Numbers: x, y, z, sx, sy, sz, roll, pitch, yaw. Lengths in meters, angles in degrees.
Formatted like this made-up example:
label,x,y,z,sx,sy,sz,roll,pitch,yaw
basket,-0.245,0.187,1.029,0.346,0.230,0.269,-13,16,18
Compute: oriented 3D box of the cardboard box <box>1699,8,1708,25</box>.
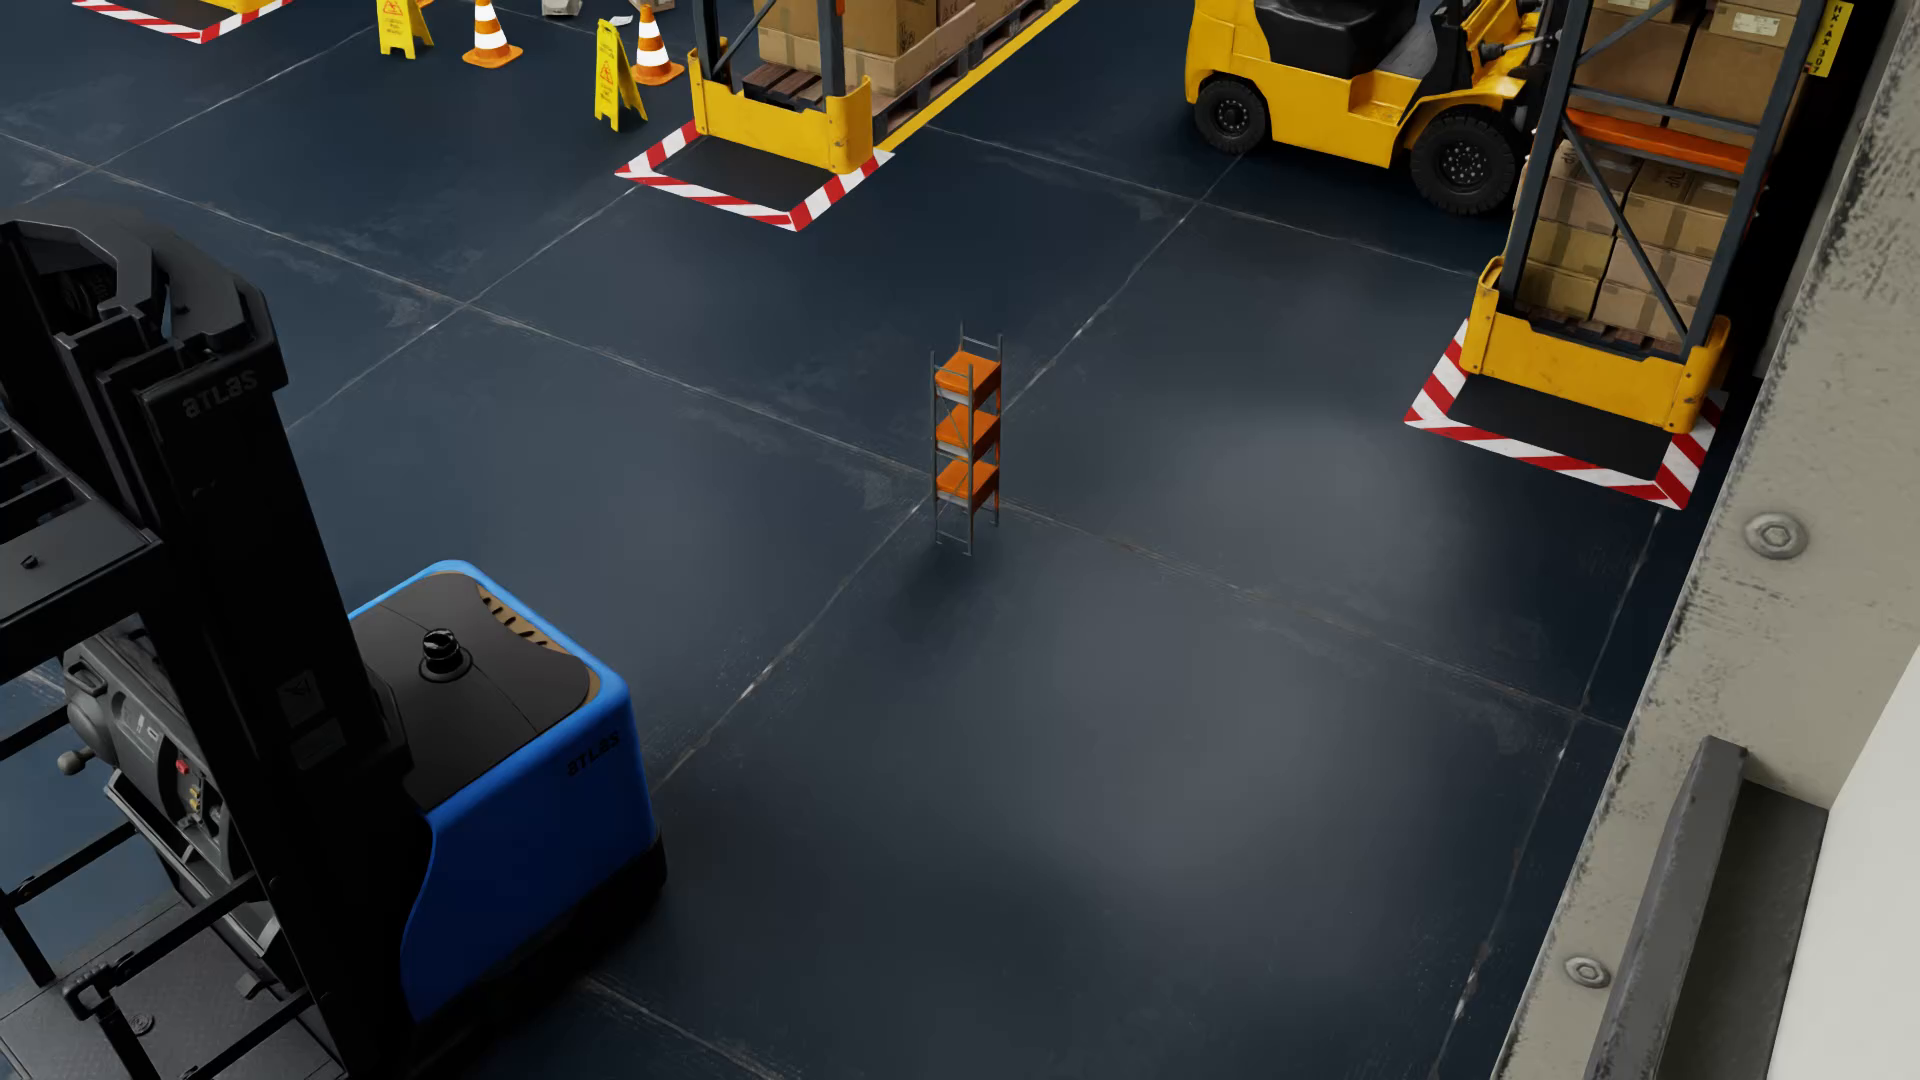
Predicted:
label,x,y,z,sx,sy,sz,roll,pitch,yaw
cardboard box,3.446,-2.633,8.210,0.500,0.500,0.500,22,46,23

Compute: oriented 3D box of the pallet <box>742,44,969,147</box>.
label,x,y,z,sx,sy,sz,roll,pitch,yaw
pallet,-0.665,-3.023,10.839,1.003,0.211,1.213,21,45,22

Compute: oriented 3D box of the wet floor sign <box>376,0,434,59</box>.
label,x,y,z,sx,sy,sz,roll,pitch,yaw
wet floor sign,-3.777,-3.597,11.162,0.267,0.644,0.232,14,43,15

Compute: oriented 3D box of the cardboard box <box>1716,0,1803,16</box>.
label,x,y,z,sx,sy,sz,roll,pitch,yaw
cardboard box,3.512,-2.448,7.284,0.380,0.149,0.250,20,45,21

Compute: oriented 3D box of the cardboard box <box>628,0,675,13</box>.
label,x,y,z,sx,sy,sz,roll,pitch,yaw
cardboard box,-2.234,-3.921,11.905,0.250,0.149,0.380,-21,45,-22

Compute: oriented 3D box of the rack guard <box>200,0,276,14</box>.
label,x,y,z,sx,sy,sz,roll,pitch,yaw
rack guard,-5.488,-4.200,11.957,1.175,0.500,0.348,21,45,22

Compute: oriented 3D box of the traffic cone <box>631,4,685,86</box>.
label,x,y,z,sx,sy,sz,roll,pitch,yaw
traffic cone,-2.042,-3.293,10.955,0.336,0.463,0.334,21,45,22

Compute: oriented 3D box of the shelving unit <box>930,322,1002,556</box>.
label,x,y,z,sx,sy,sz,roll,pitch,yaw
shelving unit,0.027,-0.425,7.253,0.215,1.050,0.252,21,45,22

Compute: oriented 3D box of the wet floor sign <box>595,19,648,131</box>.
label,x,y,z,sx,sy,sz,roll,pitch,yaw
wet floor sign,-2.162,-2.934,10.410,0.232,0.644,0.267,-29,49,-29

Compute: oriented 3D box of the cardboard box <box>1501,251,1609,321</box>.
label,x,y,z,sx,sy,sz,roll,pitch,yaw
cardboard box,3.121,-1.432,8.685,0.500,0.250,0.500,21,46,22

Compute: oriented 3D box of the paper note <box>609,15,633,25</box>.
label,x,y,z,sx,sy,sz,roll,pitch,yaw
paper note,-2.391,-3.658,11.696,0.148,0.019,0.142,7,42,8

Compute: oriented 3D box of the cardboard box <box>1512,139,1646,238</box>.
label,x,y,z,sx,sy,sz,roll,pitch,yaw
cardboard box,3.120,-1.801,8.347,0.500,0.250,0.500,22,46,23

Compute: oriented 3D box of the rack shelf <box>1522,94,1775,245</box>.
label,x,y,z,sx,sy,sz,roll,pitch,yaw
rack shelf,4.160,-2.808,9.029,1.077,0.370,4.000,21,45,22

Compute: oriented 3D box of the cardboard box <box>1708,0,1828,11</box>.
label,x,y,z,sx,sy,sz,roll,pitch,yaw
cardboard box,3.889,-2.468,8.023,0.500,0.500,0.500,22,46,23

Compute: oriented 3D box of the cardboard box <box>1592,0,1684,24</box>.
label,x,y,z,sx,sy,sz,roll,pitch,yaw
cardboard box,3.090,-2.505,7.574,0.380,0.149,0.250,22,46,23

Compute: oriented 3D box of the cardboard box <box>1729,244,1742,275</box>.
label,x,y,z,sx,sy,sz,roll,pitch,yaw
cardboard box,3.850,-1.555,8.825,0.500,0.250,0.500,21,46,22

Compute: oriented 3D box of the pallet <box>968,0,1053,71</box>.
label,x,y,z,sx,sy,sz,roll,pitch,yaw
pallet,-0.054,-3.718,11.628,1.003,0.211,1.213,21,45,22

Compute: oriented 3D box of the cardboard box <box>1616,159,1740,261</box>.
label,x,y,z,sx,sy,sz,roll,pitch,yaw
cardboard box,3.564,-1.647,8.172,0.500,0.250,0.500,20,45,21

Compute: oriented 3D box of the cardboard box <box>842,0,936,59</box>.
label,x,y,z,sx,sy,sz,roll,pitch,yaw
cardboard box,-0.486,-3.364,10.311,0.500,0.500,0.500,19,45,21

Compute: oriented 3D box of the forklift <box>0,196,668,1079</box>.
label,x,y,z,sx,sy,sz,roll,pitch,yaw
forklift,-2.425,0.686,4.569,1.130,2.935,3.031,31,50,30

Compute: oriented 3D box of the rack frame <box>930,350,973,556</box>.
label,x,y,z,sx,sy,sz,roll,pitch,yaw
rack frame,-0.034,-0.355,7.174,0.200,1.050,0.008,21,45,22

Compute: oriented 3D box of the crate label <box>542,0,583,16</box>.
label,x,y,z,sx,sy,sz,roll,pitch,yaw
crate label,-2.833,-3.814,11.793,0.250,0.136,0.298,0,41,0

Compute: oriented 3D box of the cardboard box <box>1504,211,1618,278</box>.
label,x,y,z,sx,sy,sz,roll,pitch,yaw
cardboard box,3.132,-1.629,8.530,0.500,0.250,0.500,20,45,22

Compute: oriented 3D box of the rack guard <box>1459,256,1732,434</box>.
label,x,y,z,sx,sy,sz,roll,pitch,yaw
rack guard,3.147,-0.982,8.302,1.175,0.500,0.348,21,45,22

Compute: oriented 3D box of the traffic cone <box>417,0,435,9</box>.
label,x,y,z,sx,sy,sz,roll,pitch,yaw
traffic cone,-3.981,-4.034,11.797,0.336,0.463,0.334,21,45,22

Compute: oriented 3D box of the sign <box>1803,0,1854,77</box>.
label,x,y,z,sx,sy,sz,roll,pitch,yaw
sign,3.637,-2.101,6.967,0.100,0.325,0.005,21,45,22

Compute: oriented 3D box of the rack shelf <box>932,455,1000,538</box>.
label,x,y,z,sx,sy,sz,roll,pitch,yaw
rack shelf,0.027,-0.208,7.444,0.215,0.259,0.240,21,45,22

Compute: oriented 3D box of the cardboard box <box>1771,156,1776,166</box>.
label,x,y,z,sx,sy,sz,roll,pitch,yaw
cardboard box,4.589,-2.426,9.814,0.500,0.250,0.500,21,46,22

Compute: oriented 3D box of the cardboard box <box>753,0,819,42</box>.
label,x,y,z,sx,sy,sz,roll,pitch,yaw
cardboard box,-0.965,-3.525,10.494,0.500,0.500,0.500,21,46,22

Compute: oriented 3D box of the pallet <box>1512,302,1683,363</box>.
label,x,y,z,sx,sy,sz,roll,pitch,yaw
pallet,3.506,-1.338,8.926,1.003,0.211,1.213,21,45,22

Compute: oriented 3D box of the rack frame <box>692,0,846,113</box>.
label,x,y,z,sx,sy,sz,roll,pitch,yaw
rack frame,-1.140,-3.573,9.353,1.000,3.000,0.127,21,45,22

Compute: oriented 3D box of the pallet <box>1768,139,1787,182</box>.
label,x,y,z,sx,sy,sz,roll,pitch,yaw
pallet,4.727,-2.735,10.511,1.003,0.211,1.213,21,45,22

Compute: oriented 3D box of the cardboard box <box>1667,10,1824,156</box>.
label,x,y,z,sx,sy,sz,roll,pitch,yaw
cardboard box,3.648,-2.163,7.676,0.500,0.500,0.500,22,46,23

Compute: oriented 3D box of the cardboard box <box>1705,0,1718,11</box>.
label,x,y,z,sx,sy,sz,roll,pitch,yaw
cardboard box,3.622,-2.485,7.551,0.380,0.149,0.250,21,45,22

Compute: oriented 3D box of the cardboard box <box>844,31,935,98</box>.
label,x,y,z,sx,sy,sz,roll,pitch,yaw
cardboard box,-0.497,-3.069,10.543,0.500,0.250,0.500,21,45,22

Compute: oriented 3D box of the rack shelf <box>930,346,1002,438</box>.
label,x,y,z,sx,sy,sz,roll,pitch,yaw
rack shelf,0.027,-0.630,7.073,0.215,0.259,0.240,21,45,22

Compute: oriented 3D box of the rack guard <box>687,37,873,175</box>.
label,x,y,z,sx,sy,sz,roll,pitch,yaw
rack guard,-1.102,-2.678,10.229,1.175,0.500,0.348,21,45,22

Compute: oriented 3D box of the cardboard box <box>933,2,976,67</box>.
label,x,y,z,sx,sy,sz,roll,pitch,yaw
cardboard box,-0.235,-3.358,10.872,0.500,0.250,0.500,23,46,24

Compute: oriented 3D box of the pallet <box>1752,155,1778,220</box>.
label,x,y,z,sx,sy,sz,roll,pitch,yaw
pallet,4.117,-2.034,9.715,1.003,0.211,1.213,21,45,22

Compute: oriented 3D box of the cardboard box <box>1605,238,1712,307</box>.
label,x,y,z,sx,sy,sz,roll,pitch,yaw
cardboard box,3.574,-1.447,8.324,0.500,0.250,0.500,22,46,23

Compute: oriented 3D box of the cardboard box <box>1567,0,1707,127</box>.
label,x,y,z,sx,sy,sz,roll,pitch,yaw
cardboard box,3.178,-2.339,7.877,0.500,0.500,0.500,20,45,21

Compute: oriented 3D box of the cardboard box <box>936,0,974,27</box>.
label,x,y,z,sx,sy,sz,roll,pitch,yaw
cardboard box,-0.228,-3.665,10.652,0.500,0.500,0.500,19,45,21

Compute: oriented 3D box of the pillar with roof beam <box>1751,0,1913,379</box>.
label,x,y,z,sx,sy,sz,roll,pitch,yaw
pillar with roof beam,0.561,-5.709,7.239,9.100,9.000,0.400,21,45,22

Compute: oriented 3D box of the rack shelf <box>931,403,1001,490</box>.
label,x,y,z,sx,sy,sz,roll,pitch,yaw
rack shelf,0.027,-0.417,7.260,0.215,0.259,0.240,21,45,22

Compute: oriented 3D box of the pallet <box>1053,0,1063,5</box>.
label,x,y,z,sx,sy,sz,roll,pitch,yaw
pallet,0.556,-4.419,12.424,1.003,0.211,1.213,21,45,22

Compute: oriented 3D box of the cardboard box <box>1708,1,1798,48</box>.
label,x,y,z,sx,sy,sz,roll,pitch,yaw
cardboard box,3.553,-2.323,7.367,0.380,0.149,0.250,20,45,21

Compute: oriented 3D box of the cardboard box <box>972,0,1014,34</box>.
label,x,y,z,sx,sy,sz,roll,pitch,yaw
cardboard box,0.027,-3.675,11.231,0.500,0.250,0.500,24,47,25

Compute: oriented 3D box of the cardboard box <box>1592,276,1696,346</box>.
label,x,y,z,sx,sy,sz,roll,pitch,yaw
cardboard box,3.574,-1.275,8.507,0.500,0.250,0.500,21,46,22

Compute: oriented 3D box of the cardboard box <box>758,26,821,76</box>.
label,x,y,z,sx,sy,sz,roll,pitch,yaw
cardboard box,-0.957,-3.264,10.765,0.500,0.250,0.500,21,45,22

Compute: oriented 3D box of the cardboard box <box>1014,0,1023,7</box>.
label,x,y,z,sx,sy,sz,roll,pitch,yaw
cardboard box,0.282,-3.963,11.559,0.500,0.250,0.500,22,46,23

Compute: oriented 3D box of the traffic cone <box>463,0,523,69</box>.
label,x,y,z,sx,sy,sz,roll,pitch,yaw
traffic cone,-3.173,-3.466,11.151,0.336,0.463,0.334,21,45,22

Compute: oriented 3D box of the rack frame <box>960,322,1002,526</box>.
label,x,y,z,sx,sy,sz,roll,pitch,yaw
rack frame,0.088,-0.494,7.333,0.200,1.050,0.008,21,45,22

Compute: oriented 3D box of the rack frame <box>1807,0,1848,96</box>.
label,x,y,z,sx,sy,sz,roll,pitch,yaw
rack frame,5.161,-4.222,10.090,1.000,3.000,0.127,21,45,22

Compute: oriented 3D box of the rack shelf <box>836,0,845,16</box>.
label,x,y,z,sx,sy,sz,roll,pitch,yaw
rack shelf,-0.139,-4.447,10.890,1.077,0.370,4.000,21,45,22

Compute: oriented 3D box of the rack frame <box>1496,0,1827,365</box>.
label,x,y,z,sx,sy,sz,roll,pitch,yaw
rack frame,3.159,-1.933,7.491,1.000,3.000,0.127,21,45,22

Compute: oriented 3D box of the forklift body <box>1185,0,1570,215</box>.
label,x,y,z,sx,sy,sz,roll,pitch,yaw
forklift body,2.529,-3.303,9.689,2.313,2.155,1.214,21,45,22
